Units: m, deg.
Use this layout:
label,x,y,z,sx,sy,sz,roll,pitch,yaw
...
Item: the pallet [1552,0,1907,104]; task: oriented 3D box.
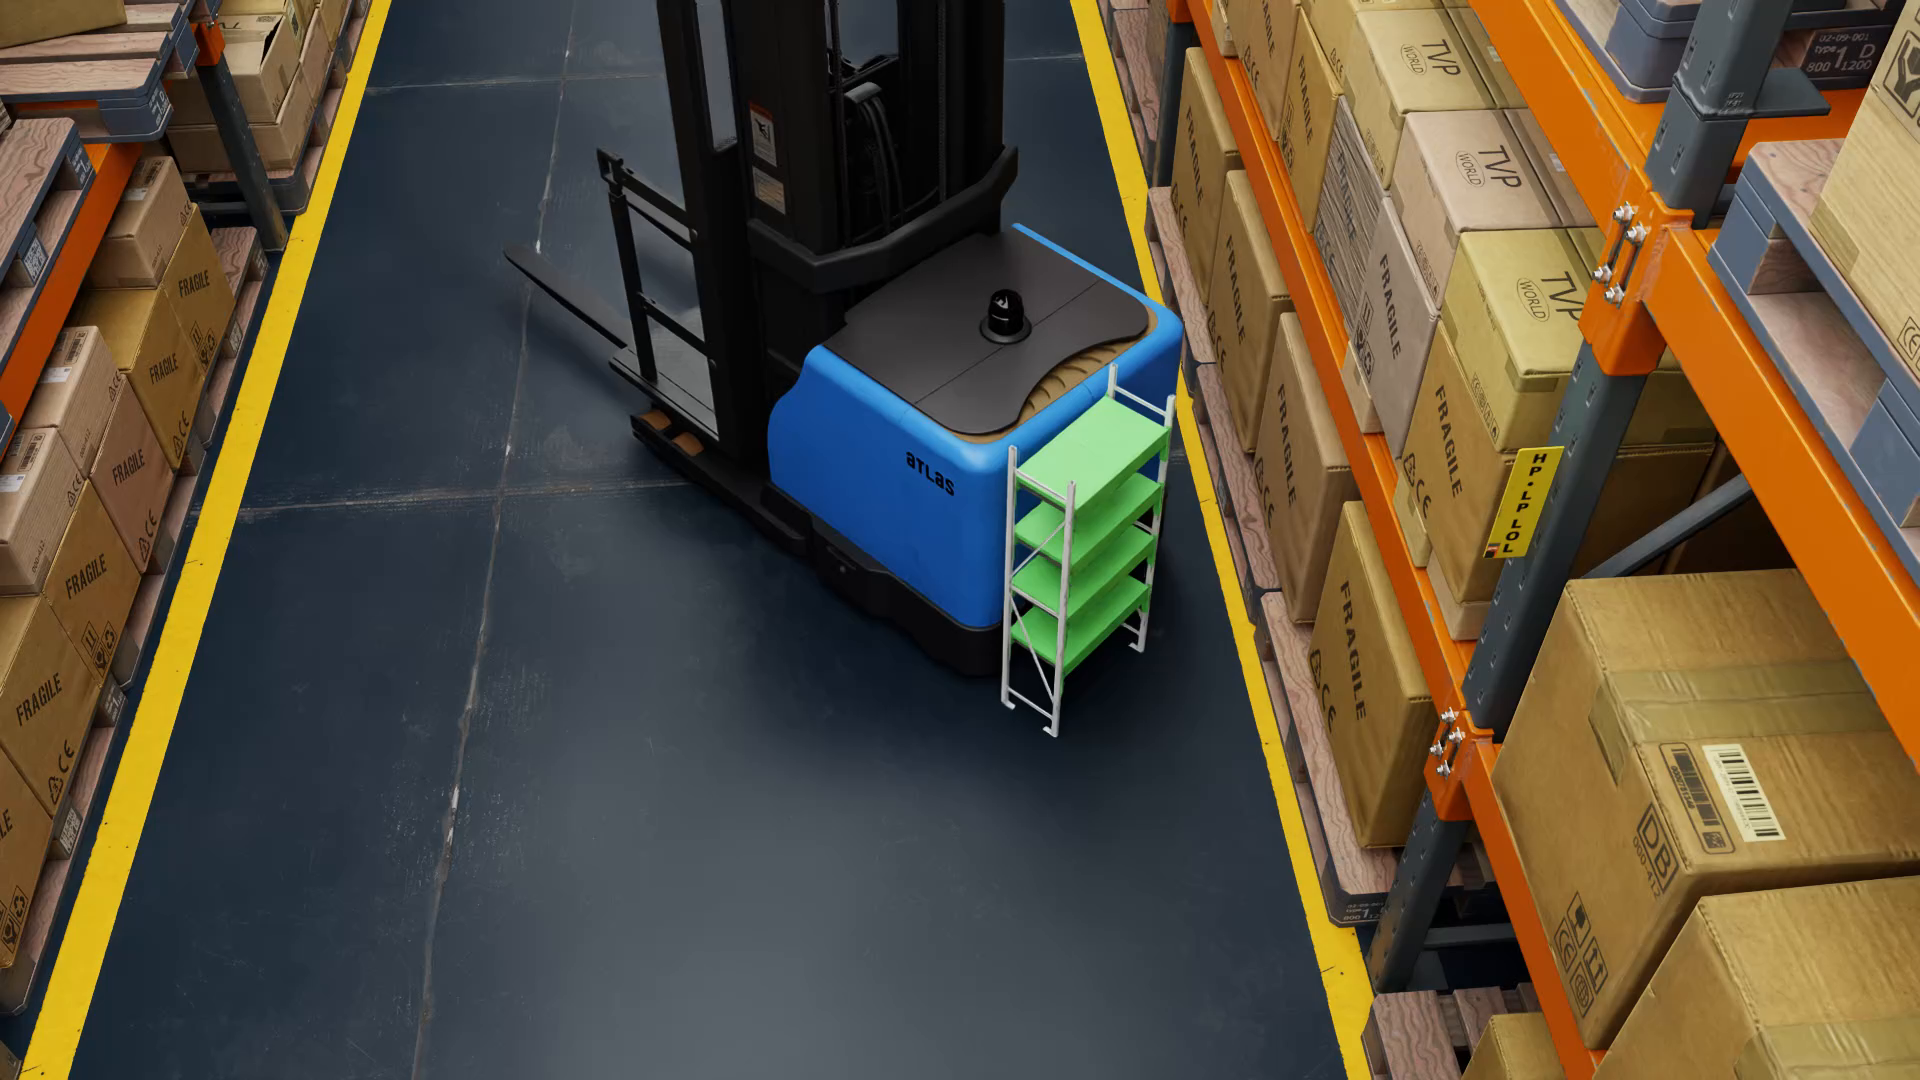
label,x,y,z,sx,sy,sz,roll,pitch,yaw
pallet,1.605,-1.371,3.548,0.805,0.209,1.217,-5,47,-5

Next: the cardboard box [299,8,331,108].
label,x,y,z,sx,sy,sz,roll,pitch,yaw
cardboard box,-3.334,-2.294,7.961,0.500,0.250,0.500,-5,47,-4

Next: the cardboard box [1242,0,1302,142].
label,x,y,z,sx,sy,sz,roll,pitch,yaw
cardboard box,1.257,-1.677,5.485,0.500,0.500,0.500,-4,47,-3

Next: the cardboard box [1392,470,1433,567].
label,x,y,z,sx,sy,sz,roll,pitch,yaw
cardboard box,1.376,-0.074,4.413,0.380,0.149,0.250,-3,47,-3

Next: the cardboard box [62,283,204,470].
label,x,y,z,sx,sy,sz,roll,pitch,yaw
cardboard box,-3.184,-0.590,6.161,0.500,0.500,0.500,-5,47,-5

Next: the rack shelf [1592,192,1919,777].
label,x,y,z,sx,sy,sz,roll,pitch,yaw
rack shelf,1.899,0.918,1.744,1.077,0.370,4.000,-3,47,-3

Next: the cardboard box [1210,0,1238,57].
label,x,y,z,sx,sy,sz,roll,pitch,yaw
cardboard box,1.143,-1.927,6.168,0.380,0.149,0.250,-2,47,-2

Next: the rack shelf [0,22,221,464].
label,x,y,z,sx,sy,sz,roll,pitch,yaw
rack shelf,-3.372,-0.641,5.286,1.077,0.370,4.000,-3,47,-3

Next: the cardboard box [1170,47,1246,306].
label,x,y,z,sx,sy,sz,roll,pitch,yaw
cardboard box,1.327,-1.504,6.800,0.750,0.750,0.750,-4,47,-4

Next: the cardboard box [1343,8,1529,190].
label,x,y,z,sx,sy,sz,roll,pitch,yaw
cardboard box,1.361,-1.208,4.524,0.500,0.250,0.500,-3,47,-3

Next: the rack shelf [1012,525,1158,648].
label,x,y,z,sx,sy,sz,roll,pitch,yaw
rack shelf,0.396,0.106,5.412,0.258,0.148,0.480,32,54,27

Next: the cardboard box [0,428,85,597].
label,x,y,z,sx,sy,sz,roll,pitch,yaw
cardboard box,-3.086,-0.079,5.161,0.500,0.250,0.500,-3,47,-3

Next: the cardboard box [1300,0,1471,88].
label,x,y,z,sx,sy,sz,roll,pitch,yaw
cardboard box,1.318,-1.577,4.873,0.500,0.250,0.500,-4,47,-4

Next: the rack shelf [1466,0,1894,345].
label,x,y,z,sx,sy,sz,roll,pitch,yaw
rack shelf,1.564,-1.976,4.485,1.077,0.370,4.000,-3,47,-3

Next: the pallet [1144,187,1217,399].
label,x,y,z,sx,sy,sz,roll,pitch,yaw
pallet,1.387,-1.105,7.151,1.003,0.211,1.213,-3,47,-3

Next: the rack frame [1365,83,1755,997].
label,x,y,z,sx,sy,sz,roll,pitch,yaw
rack frame,1.731,0.255,3.942,1.000,3.000,0.127,-3,47,-3

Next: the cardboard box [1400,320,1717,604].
label,x,y,z,sx,sy,sz,roll,pitch,yaw
cardboard box,1.441,-0.207,4.093,0.500,0.500,0.500,-4,47,-4

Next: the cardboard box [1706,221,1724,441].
label,x,y,z,sx,sy,sz,roll,pitch,yaw
cardboard box,1.952,-0.495,3.849,0.500,0.250,0.500,-2,47,-2

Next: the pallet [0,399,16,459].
label,x,y,z,sx,sy,sz,roll,pitch,yaw
pallet,-3.163,0.040,4.278,1.003,0.211,1.213,-3,47,-3

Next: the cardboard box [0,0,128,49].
label,x,y,z,sx,sy,sz,roll,pitch,yaw
cardboard box,-3.375,-2.065,5.782,0.700,0.500,0.500,-18,49,-16

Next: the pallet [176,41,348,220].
label,x,y,z,sx,sy,sz,roll,pitch,yaw
pallet,-3.570,-1.974,7.974,1.003,0.211,1.213,-3,47,-3

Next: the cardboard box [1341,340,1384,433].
label,x,y,z,sx,sy,sz,roll,pitch,yaw
cardboard box,1.319,-0.452,4.771,0.380,0.149,0.250,-3,47,-3

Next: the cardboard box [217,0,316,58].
label,x,y,z,sx,sy,sz,roll,pitch,yaw
cardboard box,-3.343,-2.503,7.773,0.500,0.311,0.500,-5,47,-4

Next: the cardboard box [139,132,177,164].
label,x,y,z,sx,sy,sz,roll,pitch,yaw
cardboard box,-3.827,-1.900,7.588,0.500,0.250,0.500,-2,47,-2

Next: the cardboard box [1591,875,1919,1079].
label,x,y,z,sx,sy,sz,roll,pitch,yaw
cardboard box,1.816,1.074,2.960,0.980,0.700,0.700,-5,47,-4

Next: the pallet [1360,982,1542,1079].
label,x,y,z,sx,sy,sz,roll,pitch,yaw
pallet,1.717,1.769,4.429,1.003,0.211,1.213,-3,47,-3

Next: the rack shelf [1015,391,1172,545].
label,x,y,z,sx,sy,sz,roll,pitch,yaw
rack shelf,0.396,-0.224,5.063,0.258,0.148,0.480,32,54,27

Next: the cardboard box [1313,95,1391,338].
label,x,y,z,sx,sy,sz,roll,pitch,yaw
cardboard box,1.355,-0.939,4.786,0.500,0.500,0.500,-3,47,-3

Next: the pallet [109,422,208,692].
label,x,y,z,sx,sy,sz,roll,pitch,yaw
pallet,-3.416,0.047,6.060,1.003,0.211,1.213,-3,47,-3

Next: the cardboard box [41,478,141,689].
label,x,y,z,sx,sy,sz,roll,pitch,yaw
cardboard box,-3.093,0.155,5.456,0.500,0.500,0.500,-3,47,-3

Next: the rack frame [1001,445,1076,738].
label,x,y,z,sx,sy,sz,roll,pitch,yaw
rack frame,0.237,0.196,5.238,0.240,1.200,0.015,32,54,27

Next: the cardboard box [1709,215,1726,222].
label,x,y,z,sx,sy,sz,roll,pitch,yaw
cardboard box,1.902,-0.873,4.207,0.500,0.250,0.500,-3,47,-3

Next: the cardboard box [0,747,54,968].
label,x,y,z,sx,sy,sz,roll,pitch,yaw
cardboard box,-3.002,0.903,4.748,0.500,0.500,0.500,-5,47,-5

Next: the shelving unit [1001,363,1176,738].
label,x,y,z,sx,sy,sz,roll,pitch,yaw
shelving unit,0.396,0.062,5.365,0.258,1.200,0.503,32,54,27

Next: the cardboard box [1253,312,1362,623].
label,x,y,z,sx,sy,sz,roll,pitch,yaw
cardboard box,1.470,-0.255,5.617,0.750,0.750,0.750,-2,47,-2

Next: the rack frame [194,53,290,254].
label,x,y,z,sx,sy,sz,roll,pitch,yaw
rack frame,-3.540,-2.335,6.395,1.000,3.000,0.127,-3,47,-3

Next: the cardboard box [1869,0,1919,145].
label,x,y,z,sx,sy,sz,roll,pitch,yaw
cardboard box,1.511,-0.628,1.942,0.500,0.500,0.500,-4,47,-4

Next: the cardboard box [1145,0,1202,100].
label,x,y,z,sx,sy,sz,roll,pitch,yaw
cardboard box,1.284,-2.448,7.921,0.700,0.500,0.500,-3,47,-3

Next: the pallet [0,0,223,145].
label,x,y,z,sx,sy,sz,roll,pitch,yaw
pallet,-3.413,-1.783,6.005,1.213,0.211,1.003,-3,47,-3

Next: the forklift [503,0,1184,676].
label,x,y,z,sx,sy,sz,roll,pitch,yaw
forklift,-0.648,-1.501,5.653,3.031,2.935,1.130,36,56,29

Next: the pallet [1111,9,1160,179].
label,x,y,z,sx,sy,sz,roll,pitch,yaw
pallet,1.332,-2.245,8.231,1.003,0.211,1.213,-3,47,-3

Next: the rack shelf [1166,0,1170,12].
label,x,y,z,sx,sy,sz,roll,pitch,yaw
rack shelf,1.229,-3.838,8.315,1.077,0.370,4.000,-3,47,-3

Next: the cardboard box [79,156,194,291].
label,x,y,z,sx,sy,sz,roll,pitch,yaw
cardboard box,-3.218,-1.182,6.205,0.500,0.250,0.500,-2,47,-2
